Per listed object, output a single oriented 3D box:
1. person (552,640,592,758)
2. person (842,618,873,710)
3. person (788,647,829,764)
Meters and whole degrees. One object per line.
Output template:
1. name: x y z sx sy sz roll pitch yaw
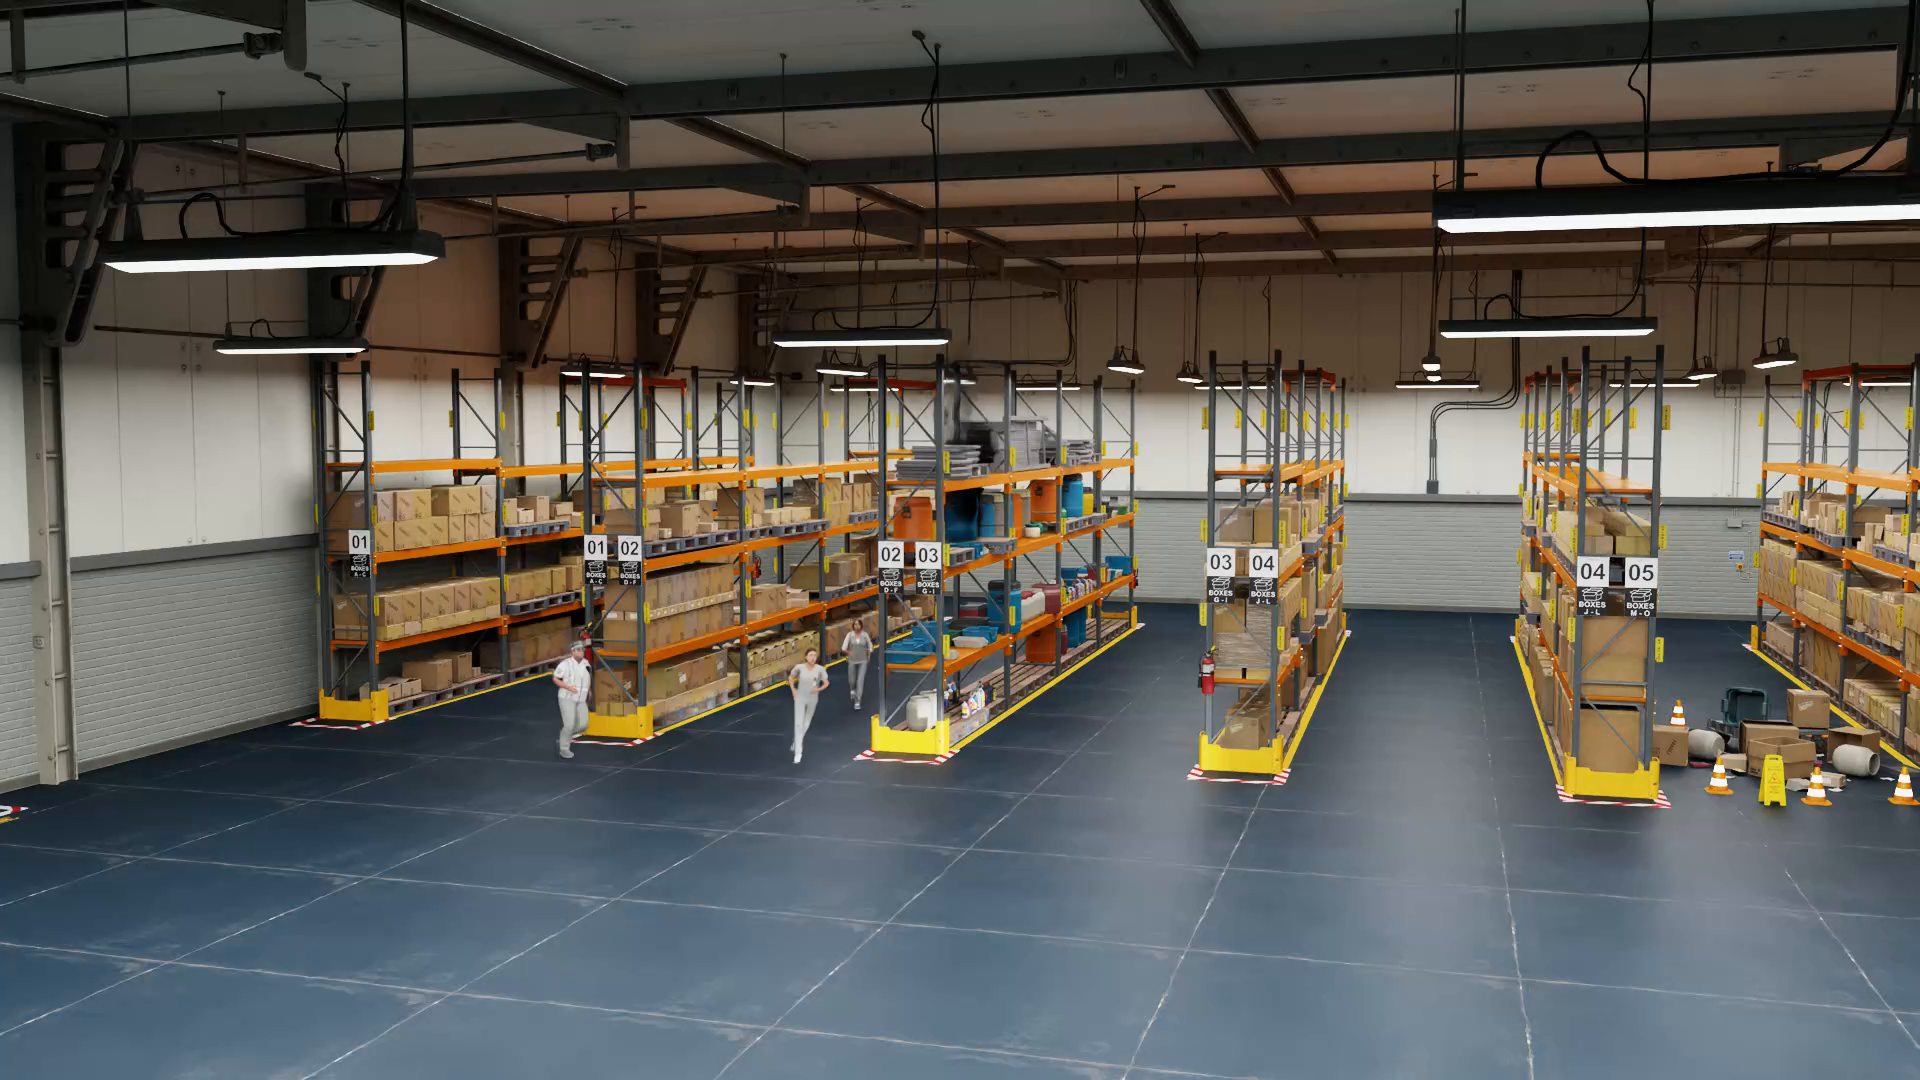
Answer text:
1. person: -5.767 2.364 24.948 0.623 1.728 0.698 4 6 45
2. person: -1.792 2.144 29.051 0.546 1.566 0.682 0 4 -5
3. person: -2.248 2.436 24.775 0.587 1.627 0.909 -1 4 -12
